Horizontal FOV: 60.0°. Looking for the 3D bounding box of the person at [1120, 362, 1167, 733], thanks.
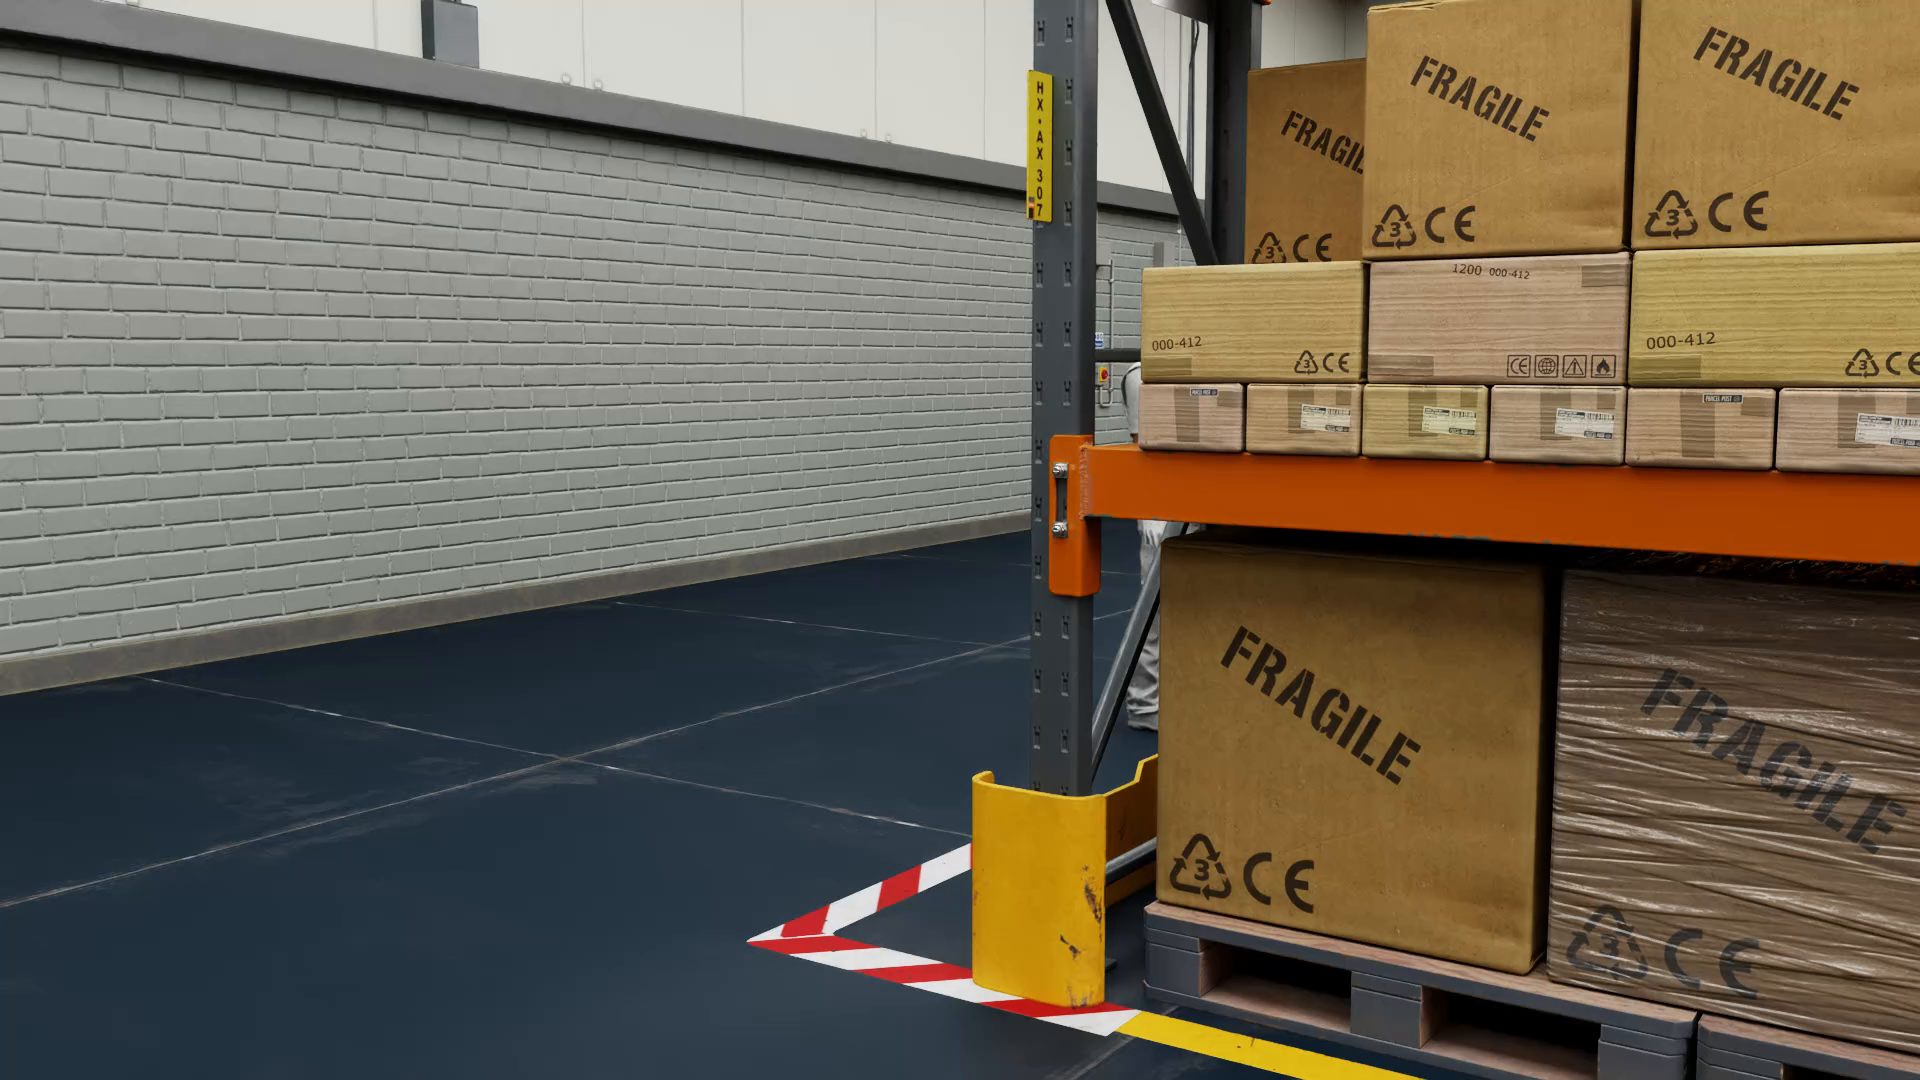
[{"bbox_3d":[0.885,-0.124,6.776,0.352,1.781,0.542,4,8,35],"label":"person"}]
